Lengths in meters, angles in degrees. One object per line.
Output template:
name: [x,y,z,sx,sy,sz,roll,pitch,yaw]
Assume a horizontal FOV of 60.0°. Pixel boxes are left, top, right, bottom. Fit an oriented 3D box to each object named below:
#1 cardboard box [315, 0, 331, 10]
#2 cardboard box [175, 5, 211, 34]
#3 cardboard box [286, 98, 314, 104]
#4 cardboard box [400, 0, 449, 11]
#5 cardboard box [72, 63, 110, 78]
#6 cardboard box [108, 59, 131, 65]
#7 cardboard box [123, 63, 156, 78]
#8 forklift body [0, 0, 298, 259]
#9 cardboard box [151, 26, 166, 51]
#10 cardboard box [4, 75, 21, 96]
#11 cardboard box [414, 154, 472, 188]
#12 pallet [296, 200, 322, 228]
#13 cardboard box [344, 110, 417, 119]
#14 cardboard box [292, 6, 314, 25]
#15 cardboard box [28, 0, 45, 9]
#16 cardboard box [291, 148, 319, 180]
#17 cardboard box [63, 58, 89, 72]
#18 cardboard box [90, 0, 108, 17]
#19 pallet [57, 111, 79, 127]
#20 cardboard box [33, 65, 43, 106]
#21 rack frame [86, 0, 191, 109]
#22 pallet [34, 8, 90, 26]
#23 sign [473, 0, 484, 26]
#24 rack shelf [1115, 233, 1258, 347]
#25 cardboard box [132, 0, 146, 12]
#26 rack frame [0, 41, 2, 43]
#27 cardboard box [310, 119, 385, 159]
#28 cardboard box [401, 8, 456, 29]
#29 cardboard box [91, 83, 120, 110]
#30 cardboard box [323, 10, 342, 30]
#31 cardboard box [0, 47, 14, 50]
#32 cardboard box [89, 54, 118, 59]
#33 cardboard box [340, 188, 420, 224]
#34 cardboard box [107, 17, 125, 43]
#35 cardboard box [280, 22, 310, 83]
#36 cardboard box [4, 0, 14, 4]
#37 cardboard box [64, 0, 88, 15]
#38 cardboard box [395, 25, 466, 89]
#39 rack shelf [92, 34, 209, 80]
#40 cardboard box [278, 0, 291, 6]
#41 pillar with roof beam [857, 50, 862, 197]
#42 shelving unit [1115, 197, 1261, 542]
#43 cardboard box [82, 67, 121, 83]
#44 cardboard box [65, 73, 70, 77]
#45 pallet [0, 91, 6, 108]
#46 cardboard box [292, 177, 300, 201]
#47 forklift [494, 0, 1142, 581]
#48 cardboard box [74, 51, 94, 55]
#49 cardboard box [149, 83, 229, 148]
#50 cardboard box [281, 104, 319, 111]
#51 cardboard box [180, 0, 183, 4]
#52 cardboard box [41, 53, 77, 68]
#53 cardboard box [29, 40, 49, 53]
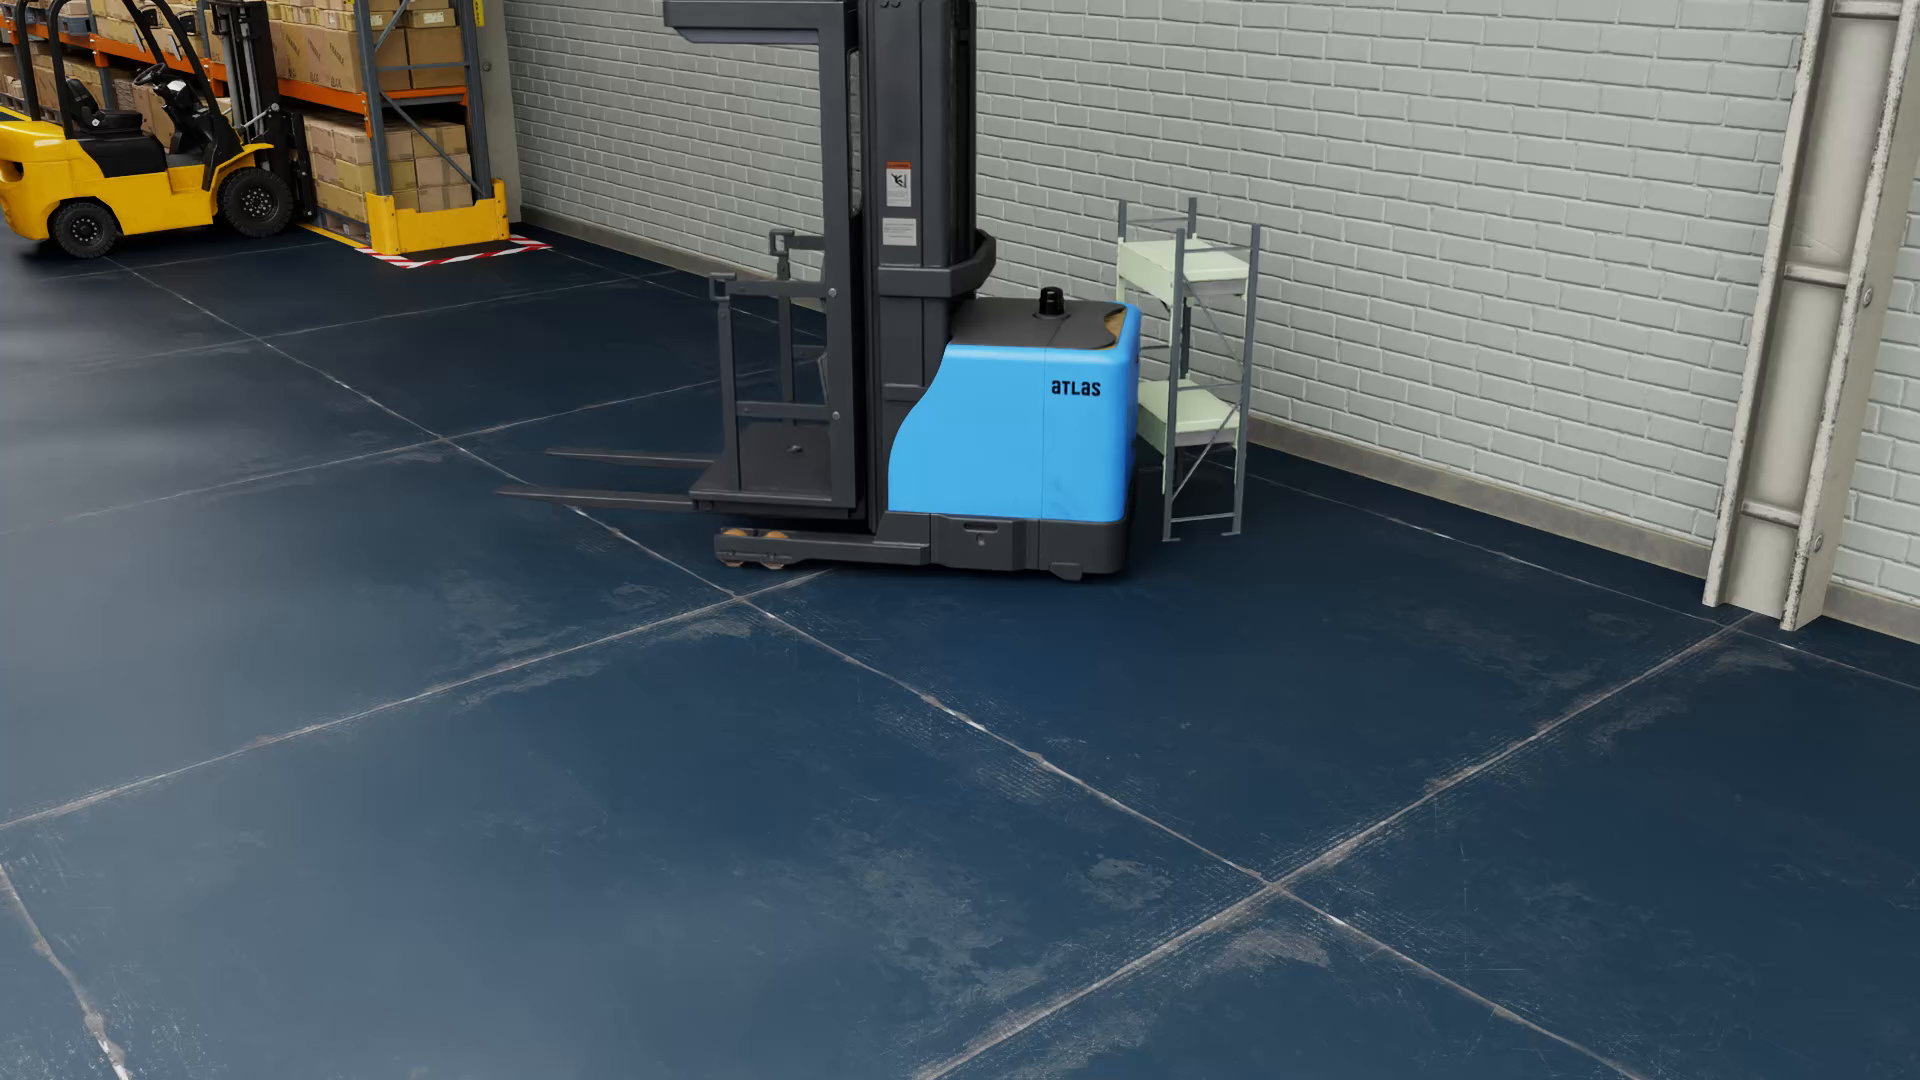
cardboard box: [-5.340,-4.673,14.367,0.380,0.149,0.250,-17,27,-36]
cardboard box: [-7.696,-5.353,17.059,0.500,0.250,0.500,-18,28,-39]
cardboard box: [-6.372,-4.270,16.596,0.500,0.250,0.500,-18,28,-38]
cardboard box: [-4.628,-4.641,14.286,0.380,0.149,0.250,-18,28,-38]
cardboard box: [-10.949,-5.934,20.984,0.380,0.149,0.250,-18,28,-38]
cardboard box: [-10.782,-6.117,21.451,0.380,0.149,0.250,-17,27,-37]
cardboard box: [-10.274,-5.902,20.902,0.380,0.149,0.250,-17,27,-37]
forklift body: [-7.191,-3.705,14.494,2.313,2.155,1.214,-17,27,-37]
cardboard box: [-8.343,-5.405,17.876,0.500,0.250,0.500,-17,27,-37]
cardboard box: [-13.223,-6.431,23.463,0.396,0.266,0.258,-16,27,-36]
cardboard box: [-4.721,-3.338,14.902,0.500,0.250,0.500,-17,27,-36]
pallet: [-5.894,-3.250,15.993,1.003,0.211,1.213,-17,27,-37]
cardboard box: [-5.389,-3.847,15.516,0.500,0.250,0.500,-18,27,-38]
cardboard box: [-5.685,-4.672,14.772,0.380,0.149,0.250,-19,28,-39]
cardboard box: [-11.407,-7.021,21.084,0.700,0.500,0.500,-18,27,-38]
cardboard box: [-5.798,-3.497,15.309,0.500,0.250,0.500,-18,28,-39]
cardboard box: [-11.472,-6.151,21.538,0.380,0.149,0.250,-16,27,-36]
cardboard box: [-9.707,-6.197,19.213,0.500,0.250,0.500,-17,27,-37]
pallet: [-11.044,-5.474,21.672,1.003,0.211,1.213,-17,27,-37]
cardboard box: [-12.259,-6.170,22.476,0.500,0.500,0.500,-16,26,-35]
rack frame: [-9.793,-6.221,19.753,1.000,3.000,0.127,-17,27,-37]
pallet: [-11.066,-6.667,21.157,1.003,0.211,1.213,-17,27,-37]
sign: [-4.147,-4.581,14.271,0.100,0.325,0.005,-17,27,-37]
rack shelf: [1.066,-1.202,7.927,0.431,0.370,0.720,-6,22,-14]
cardboard box: [-8.682,-5.780,18.149,0.500,0.250,0.500,-17,27,-37]
rack frame: [-15.015,-8.431,25.396,1.000,3.000,0.127,-17,27,-37]
cardboard box: [-5.446,-3.584,14.844,0.500,0.250,0.500,-17,27,-36]
cardboard box: [-4.596,-4.514,14.370,0.380,0.149,0.250,-18,28,-39]
cardboard box: [-10.232,-5.318,20.300,0.500,0.500,0.500,-16,27,-36]
cardboard box: [-5.199,-4.452,14.210,0.380,0.149,0.250,-17,27,-37]
cardboard box: [-14.159,-7.026,24.660,0.700,0.500,0.500,-16,27,-35]
cardboard box: [-11.278,-6.336,22.011,0.380,0.149,0.250,-17,27,-36]
cardboard box: [-5.117,-2.980,14.674,0.500,0.250,0.500,-17,27,-37]
cardboard box: [-9.364,-5.830,18.961,0.500,0.250,0.500,-18,28,-39]
cardboard box: [-5.758,-4.417,15.012,0.500,0.500,0.500,-18,28,-38]
cardboard box: [-12.258,-7.381,22.003,0.700,0.500,0.500,-17,27,-36]
cardboard box: [-10.513,-6.389,19.953,0.380,0.149,0.250,-17,27,-36]
cardboard box: [-4.684,-4.260,14.610,0.500,0.500,0.500,-16,27,-36]
rack shelf: [-8.488,-5.333,18.474,1.077,0.370,4.000,-17,27,-37]
cardboard box: [-5.874,-4.875,14.883,0.380,0.149,0.250,-17,27,-36]
pillar with roof beam: [-3.688,-4.528,7.206,9.100,9.000,0.400,-17,27,-37]
shelving unit: [1.066,-0.839,8.069,0.431,1.500,0.755,-6,22,-14]
cardboard box: [-10.509,-5.698,20.382,0.380,0.149,0.250,-19,28,-40]
cardboard box: [-11.247,-5.742,21.382,0.500,0.500,0.500,-19,28,-39]
pallet: [-13.652,-6.554,24.429,1.003,0.211,1.213,-17,27,-37]
cardboard box: [-6.110,-3.398,15.742,0.500,0.250,0.500,-16,27,-36]
forklift: [-0.686,-1.419,7.587,3.031,2.935,1.130,3,22,9]
cardboard box: [-11.770,-6.555,22.569,0.380,0.149,0.250,-17,27,-37]
cardboard box: [-8.524,-4.770,18.730,0.875,0.625,0.625,-19,28,-40]
cardboard box: [-6.444,-4.010,15.931,0.500,0.250,0.500,-16,27,-36]
cardboard box: [-7.875,-5.653,17.277,0.380,0.149,0.250,-17,27,-37]
cardboard box: [-11.956,-6.371,22.099,0.380,0.149,0.250,-19,28,-40]
cardboard box: [-12.326,-6.650,22.404,0.380,0.149,0.250,-18,28,-38]
